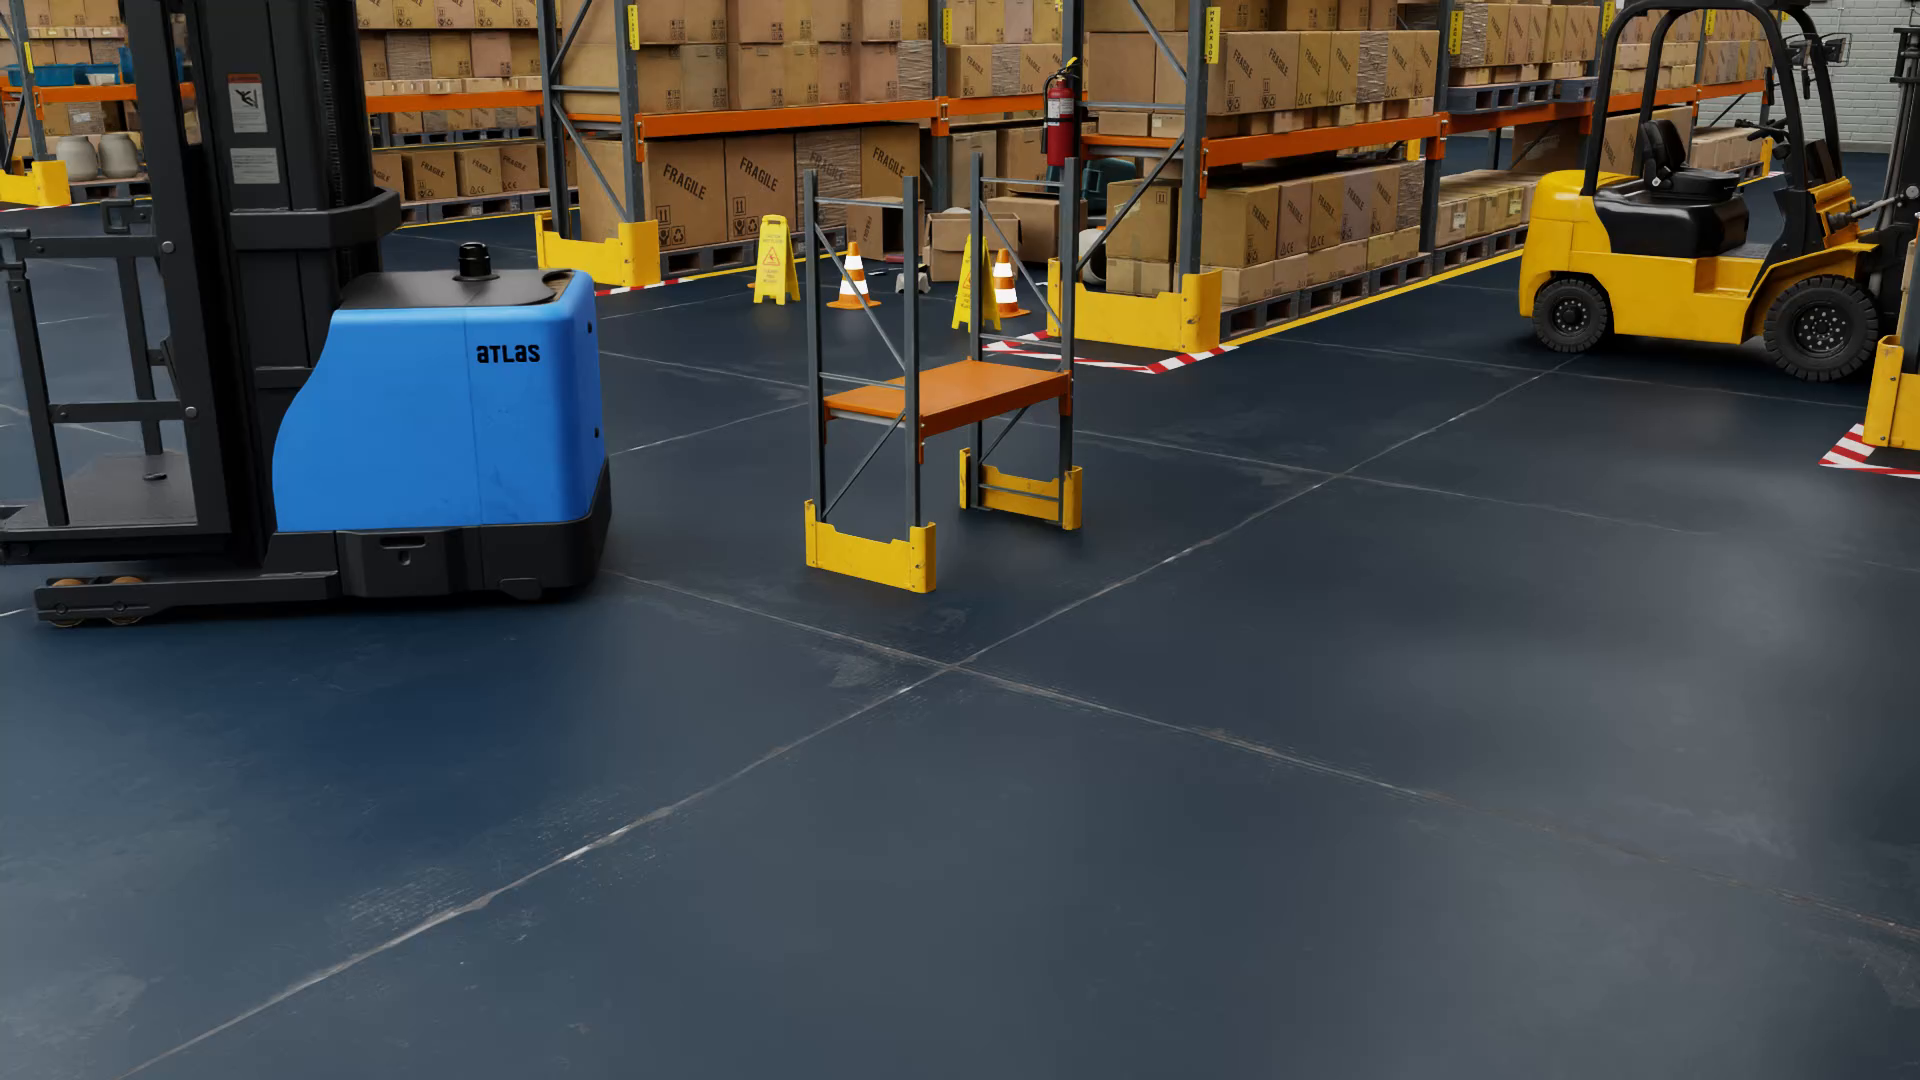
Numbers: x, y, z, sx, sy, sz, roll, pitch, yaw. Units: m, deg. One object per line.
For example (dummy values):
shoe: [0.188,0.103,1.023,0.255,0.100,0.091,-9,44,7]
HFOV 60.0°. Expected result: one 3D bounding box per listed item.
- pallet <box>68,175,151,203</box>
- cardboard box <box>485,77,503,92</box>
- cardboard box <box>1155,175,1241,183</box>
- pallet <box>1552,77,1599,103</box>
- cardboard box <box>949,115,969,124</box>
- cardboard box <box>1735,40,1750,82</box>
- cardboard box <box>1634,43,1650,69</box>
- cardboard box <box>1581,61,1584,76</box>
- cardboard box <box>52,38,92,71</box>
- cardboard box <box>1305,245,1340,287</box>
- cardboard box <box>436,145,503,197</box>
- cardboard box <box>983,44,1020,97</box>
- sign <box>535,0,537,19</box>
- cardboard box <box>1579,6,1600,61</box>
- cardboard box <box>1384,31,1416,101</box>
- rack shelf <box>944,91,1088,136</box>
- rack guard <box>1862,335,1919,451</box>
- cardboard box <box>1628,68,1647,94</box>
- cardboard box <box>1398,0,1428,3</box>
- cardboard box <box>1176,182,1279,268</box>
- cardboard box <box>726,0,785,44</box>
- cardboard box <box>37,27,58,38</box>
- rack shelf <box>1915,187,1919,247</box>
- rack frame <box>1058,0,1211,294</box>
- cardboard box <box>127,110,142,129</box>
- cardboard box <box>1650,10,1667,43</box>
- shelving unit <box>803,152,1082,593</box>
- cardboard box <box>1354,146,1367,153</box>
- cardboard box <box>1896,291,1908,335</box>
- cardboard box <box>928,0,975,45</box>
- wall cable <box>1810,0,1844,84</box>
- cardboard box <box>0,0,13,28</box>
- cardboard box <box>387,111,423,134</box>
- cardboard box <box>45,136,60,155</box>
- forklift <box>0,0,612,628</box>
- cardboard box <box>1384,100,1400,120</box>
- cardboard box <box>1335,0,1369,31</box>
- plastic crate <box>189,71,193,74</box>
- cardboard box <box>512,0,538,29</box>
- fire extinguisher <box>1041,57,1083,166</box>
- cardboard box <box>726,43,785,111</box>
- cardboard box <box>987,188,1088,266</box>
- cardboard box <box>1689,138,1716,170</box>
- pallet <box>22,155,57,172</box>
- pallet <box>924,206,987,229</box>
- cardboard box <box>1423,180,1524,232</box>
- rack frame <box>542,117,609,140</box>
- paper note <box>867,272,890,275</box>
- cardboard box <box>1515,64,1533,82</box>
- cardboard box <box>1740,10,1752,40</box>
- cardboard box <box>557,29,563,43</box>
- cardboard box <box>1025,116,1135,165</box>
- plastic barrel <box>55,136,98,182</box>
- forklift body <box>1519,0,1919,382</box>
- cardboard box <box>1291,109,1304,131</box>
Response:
pallet: [-10.354,-4.248,20.067,1.003,0.211,1.213,12,21,35]
cardboard box: [-5.166,-4.926,17.972,0.380,0.149,0.250,12,21,35]
cardboard box: [1.663,-2.342,11.890,0.500,0.500,0.500,13,22,37]
pallet: [5.514,-4.359,16.048,1.213,0.211,1.003,12,21,35]
cardboard box: [-0.619,-6.160,24.398,1.225,0.875,0.875,12,21,33]
cardboard box: [9.638,-6.065,21.047,0.500,0.500,0.500,13,22,36]
cardboard box: [6.969,-5.123,17.593,0.500,0.250,0.500,12,21,34]
cardboard box: [5.847,-4.601,16.216,0.380,0.149,0.250,13,22,37]
cardboard box: [-13.011,-7.004,24.070,0.700,0.500,0.500,12,21,34]
cardboard box: [2.414,-2.017,12.110,0.500,0.250,0.500,14,22,38]
cardboard box: [-5.402,-4.057,18.257,0.500,0.500,0.500,10,20,30]
cardboard box: [0.264,-4.783,16.921,0.500,0.500,0.500,13,21,35]
sign: [-3.377,-4.350,13.342,0.100,0.325,0.005,12,21,35]
cardboard box: [5.805,-4.873,15.998,0.500,0.500,0.500,12,21,33]
cardboard box: [3.103,-3.603,12.618,0.500,0.500,0.500,13,22,37]
rack shelf: [0.626,-4.670,17.938,1.077,0.370,4.000,12,21,35]
rack guard: [5.061,-0.658,8.021,1.175,0.500,0.348,12,21,35]
cardboard box: [6.956,-4.889,17.684,0.500,0.250,0.500,13,22,36]
cardboard box: [3.964,-4.703,14.360,0.380,0.149,0.250,12,21,33]
cardboard box: [1.803,-2.129,11.205,0.500,0.500,0.500,12,21,33]
cardboard box: [-2.001,-4.510,14.136,0.875,0.550,0.550,12,21,35]
cardboard box: [-13.040,-7.202,23.616,0.380,0.149,0.250,12,21,34]
rack shelf: [6.267,-1.991,9.309,1.077,0.370,4.000,12,21,35]
rack frame: [1.086,-2.734,10.490,1.000,3.000,0.127,12,21,35]
cardboard box: [-12.432,-6.492,25.573,0.500,0.311,0.500,12,21,35]
cardboard box: [7.255,-5.599,17.861,0.500,0.500,0.500,13,21,36]
shelving unit: [-0.045,-0.698,6.463,0.587,1.500,1.083,12,21,35]
cardboard box: [5.722,-5.751,24.305,0.380,0.149,0.250,13,21,36]
cardboard box: [5.114,-1.155,8.491,0.500,0.250,0.500,12,21,34]
cardboard box: [-0.275,-5.182,16.519,0.700,0.500,0.500,12,21,34]
wall cable: [13.961,-8.392,26.945,0.585,1.953,0.123,12,21,35]
cardboard box: [-13.599,-7.391,23.131,0.700,0.500,0.500,12,21,35]
cardboard box: [-9.559,-7.216,28.397,0.500,0.500,0.500,14,22,37]
cardboard box: [-13.135,-5.689,23.933,0.500,0.250,0.500,12,21,35]
forklift: [-2.885,-1.262,5.867,3.031,2.935,1.130,-2,17,-7]
cardboard box: [3.162,-3.328,12.825,0.380,0.149,0.250,13,21,35]
cardboard box: [2.712,-4.170,12.758,0.700,0.500,0.500,13,21,35]
plastic crate: [-9.231,-5.756,20.665,0.530,0.136,0.437,12,21,35]
cardboard box: [-4.833,-5.830,18.104,0.500,0.500,0.500,12,21,35]
fire extinguisher: [0.648,-2.751,10.676,0.296,0.674,0.183,12,21,35]
cardboard box: [-2.020,-3.999,14.310,0.875,0.550,0.550,12,21,35]
cardboard box: [0.650,-2.697,14.350,0.797,0.637,0.503,12,21,35]
cardboard box: [8.697,-4.700,20.432,0.875,0.438,0.875,12,21,34]
pallet: [-13.677,-5.384,23.725,1.003,0.211,1.213,12,21,35]
pallet: [-0.167,-3.403,17.346,1.003,0.211,1.213,12,21,35]
cardboard box: [4.619,-3.096,15.377,0.950,0.372,0.625,13,22,36]
rack frame: [-4.489,-5.438,19.197,1.000,3.000,0.127,12,21,35]
paper note: [-0.676,-2.230,13.875,0.142,0.017,0.144,-11,20,-32]
cardboard box: [4.852,-4.149,14.761,0.380,0.149,0.250,13,22,37]
cardboard box: [9.637,-6.547,20.914,0.500,0.500,0.500,12,21,34]
cardboard box: [-4.807,-5.532,18.829,0.875,0.500,0.500,12,21,35]
cardboard box: [1.382,-4.487,19.221,1.050,0.750,0.750,12,21,34]
plastic barrel: [-10.519,-4.543,19.803,0.421,0.512,0.421,0,17,0]
forklift body: [4.740,-2.227,10.287,2.313,2.155,1.214,12,21,35]
cardboard box: [2.133,-2.890,11.416,0.380,0.149,0.250,13,22,36]
